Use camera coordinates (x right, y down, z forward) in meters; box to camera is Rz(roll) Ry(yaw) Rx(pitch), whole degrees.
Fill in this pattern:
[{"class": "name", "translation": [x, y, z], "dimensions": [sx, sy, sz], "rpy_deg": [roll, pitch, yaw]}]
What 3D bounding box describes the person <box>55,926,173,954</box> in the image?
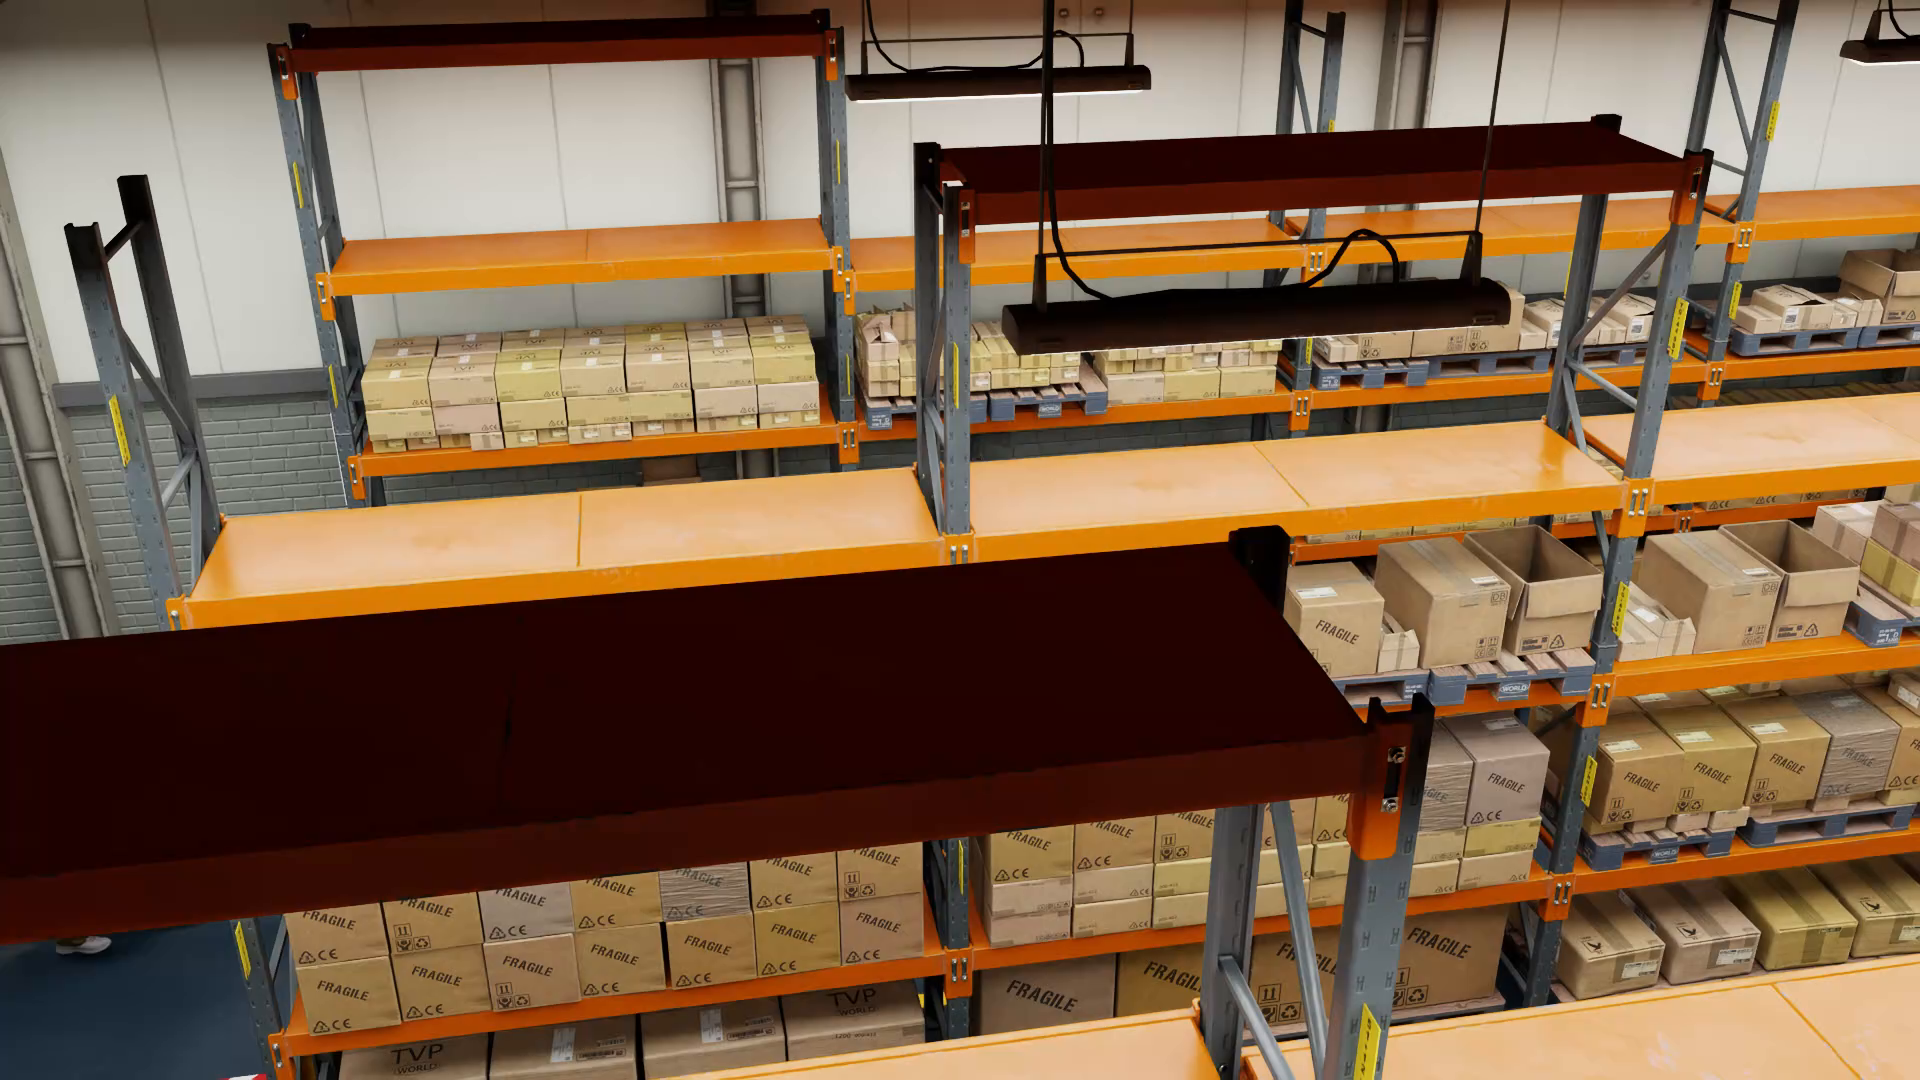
[{"class": "person", "translation": [-6.053, 2.145, 11.823], "dimensions": [1.018, 1.737, 0.610], "rpy_deg": [-3, 26, -7]}]
